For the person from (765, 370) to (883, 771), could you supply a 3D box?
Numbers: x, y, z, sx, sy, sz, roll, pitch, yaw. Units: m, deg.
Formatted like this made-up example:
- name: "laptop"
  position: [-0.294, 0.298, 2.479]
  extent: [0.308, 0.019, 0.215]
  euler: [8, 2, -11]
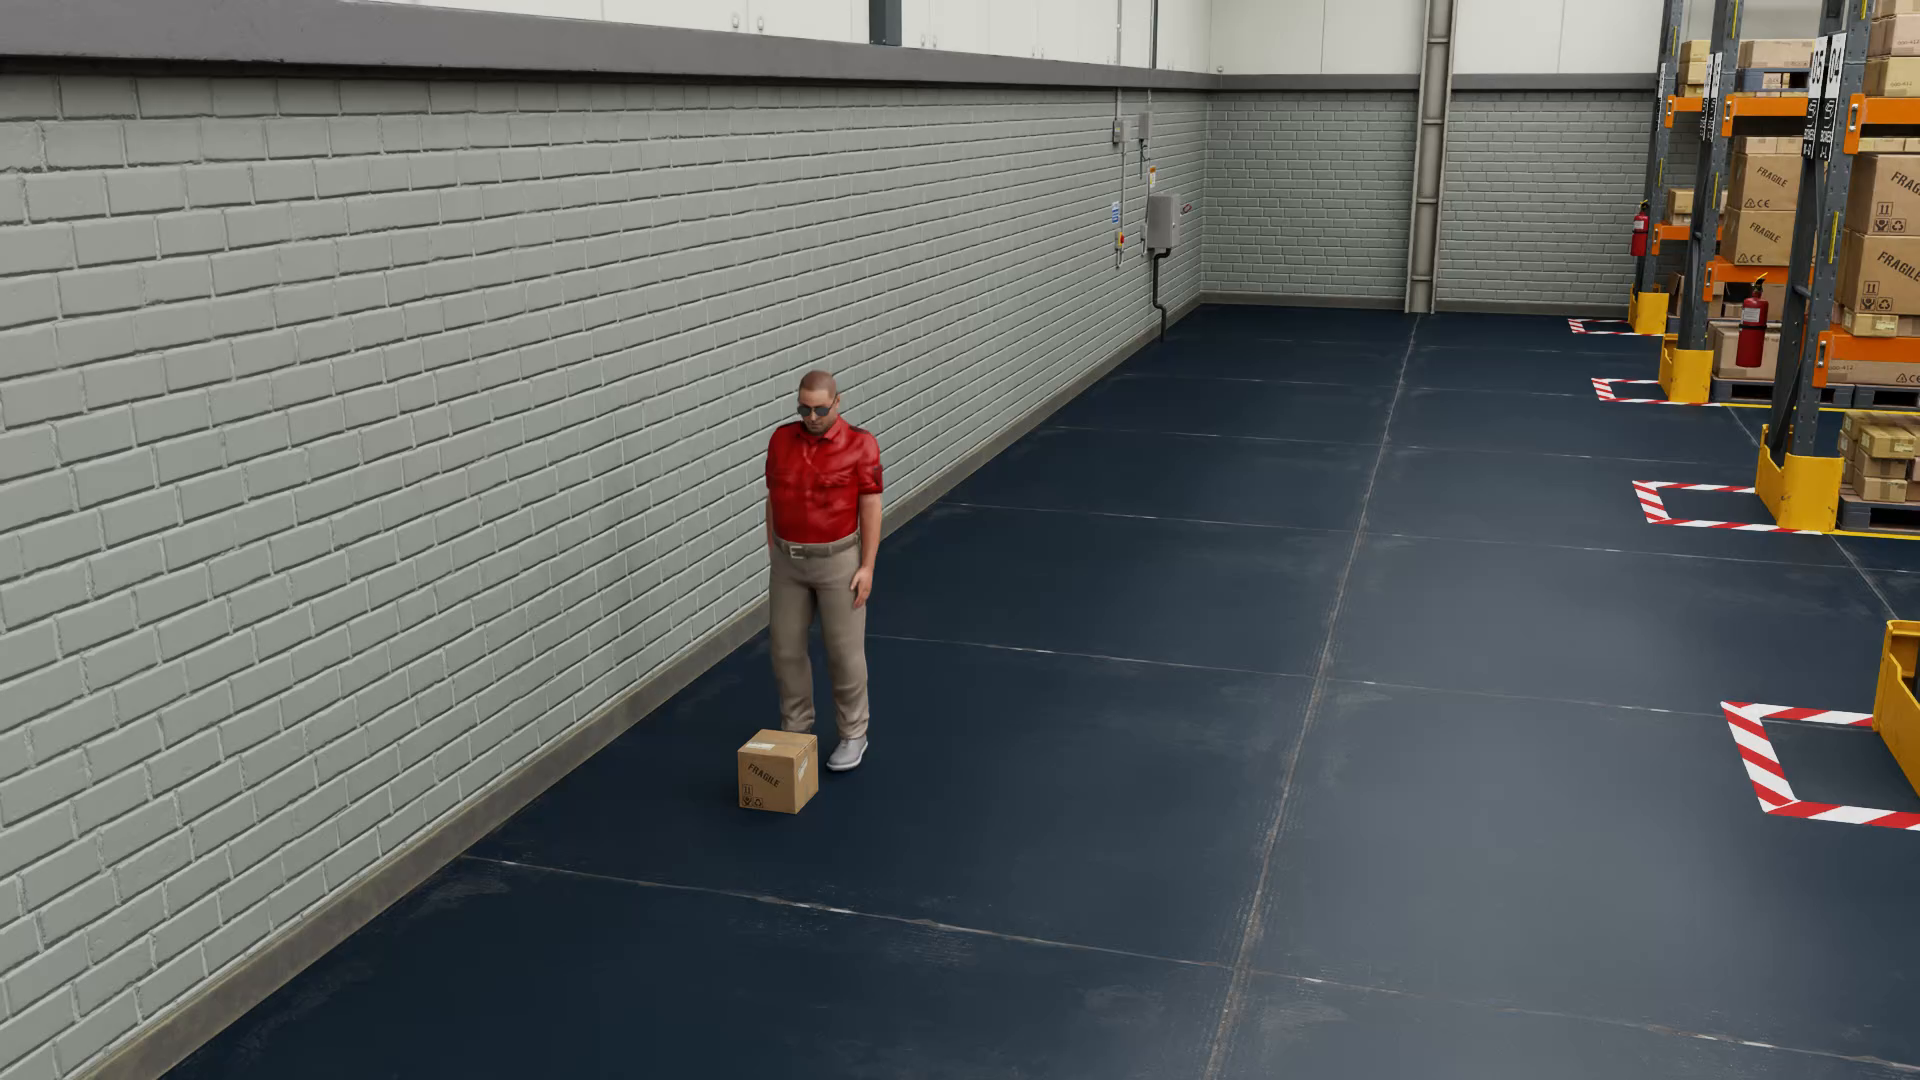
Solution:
- name: "person"
  position: [-0.591, 0.125, 7.114]
  extent: [0.532, 1.719, 0.357]
  euler: [5, 16, 17]
